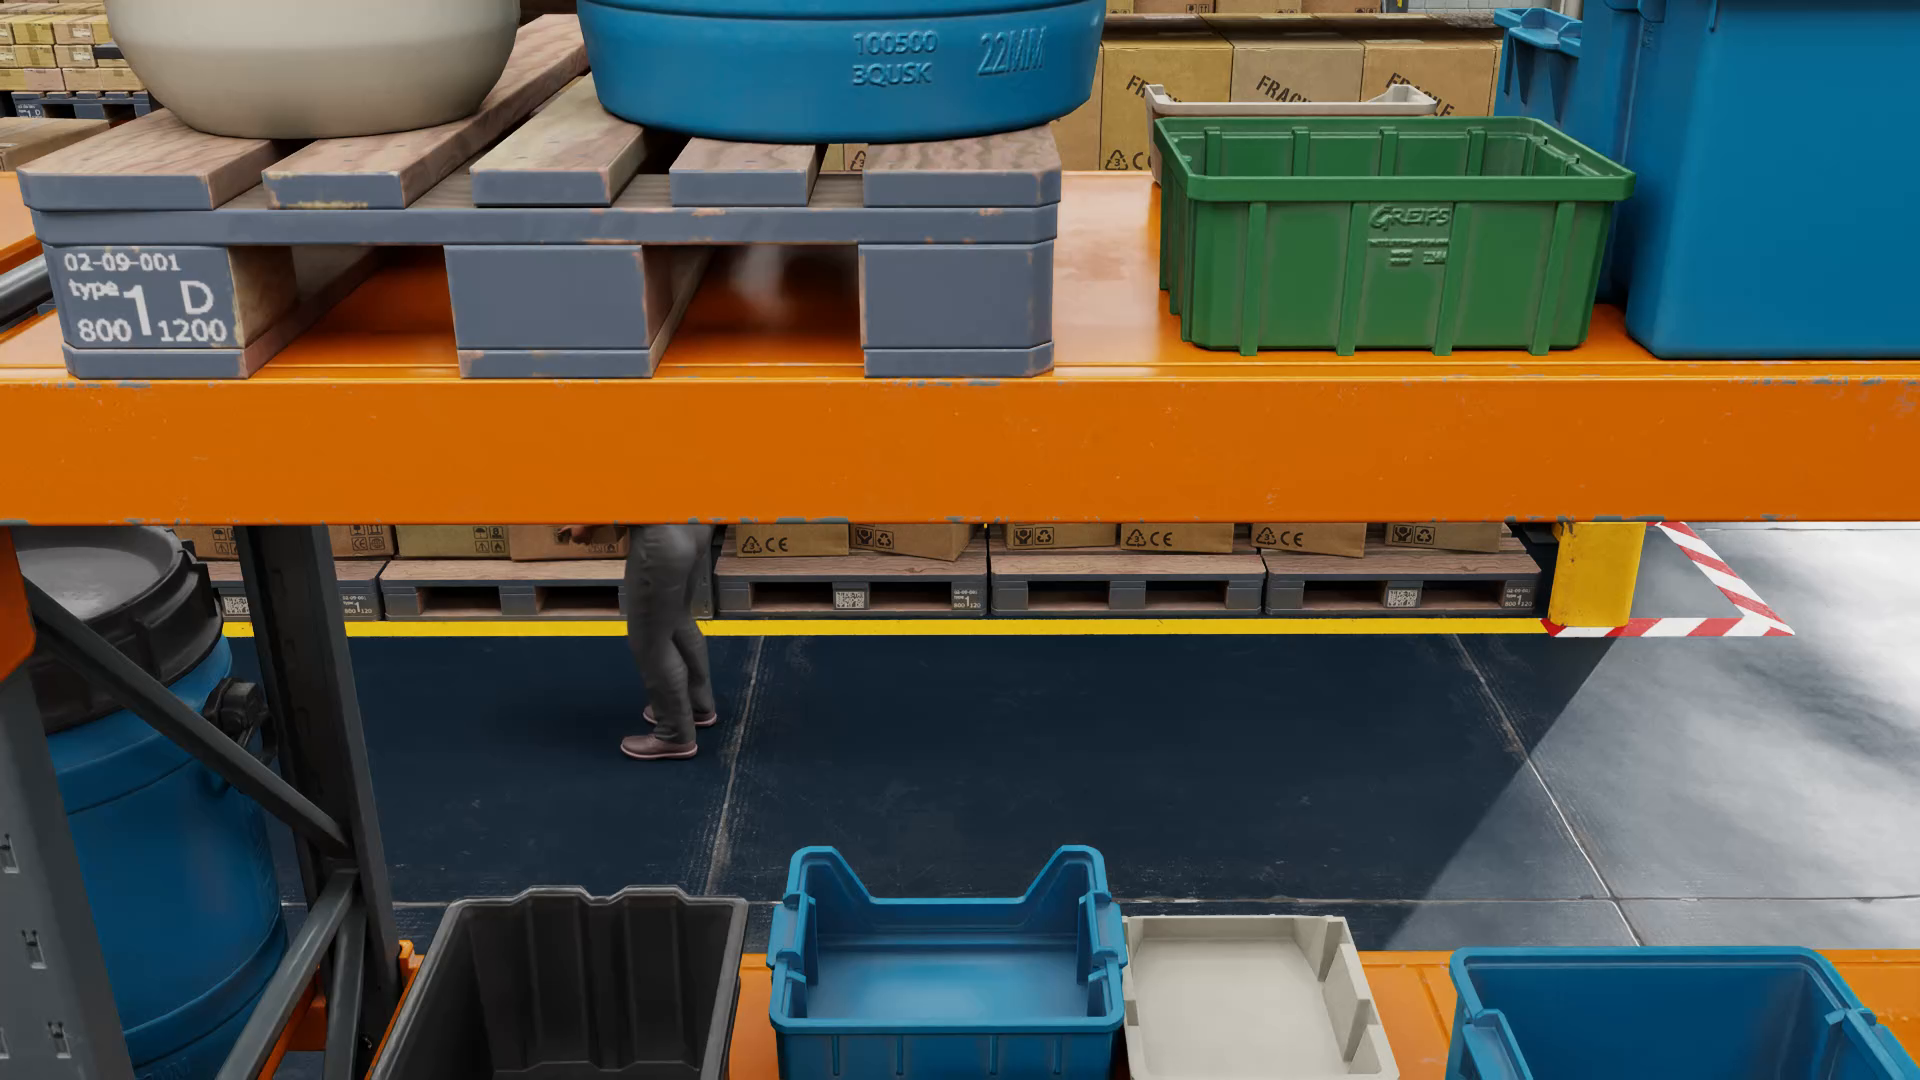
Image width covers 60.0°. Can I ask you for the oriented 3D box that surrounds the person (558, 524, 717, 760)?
[{"bbox_3d":[-1.174,0.010,6.088,0.500,1.653,0.460,4,25,8],"label":"person"}]
